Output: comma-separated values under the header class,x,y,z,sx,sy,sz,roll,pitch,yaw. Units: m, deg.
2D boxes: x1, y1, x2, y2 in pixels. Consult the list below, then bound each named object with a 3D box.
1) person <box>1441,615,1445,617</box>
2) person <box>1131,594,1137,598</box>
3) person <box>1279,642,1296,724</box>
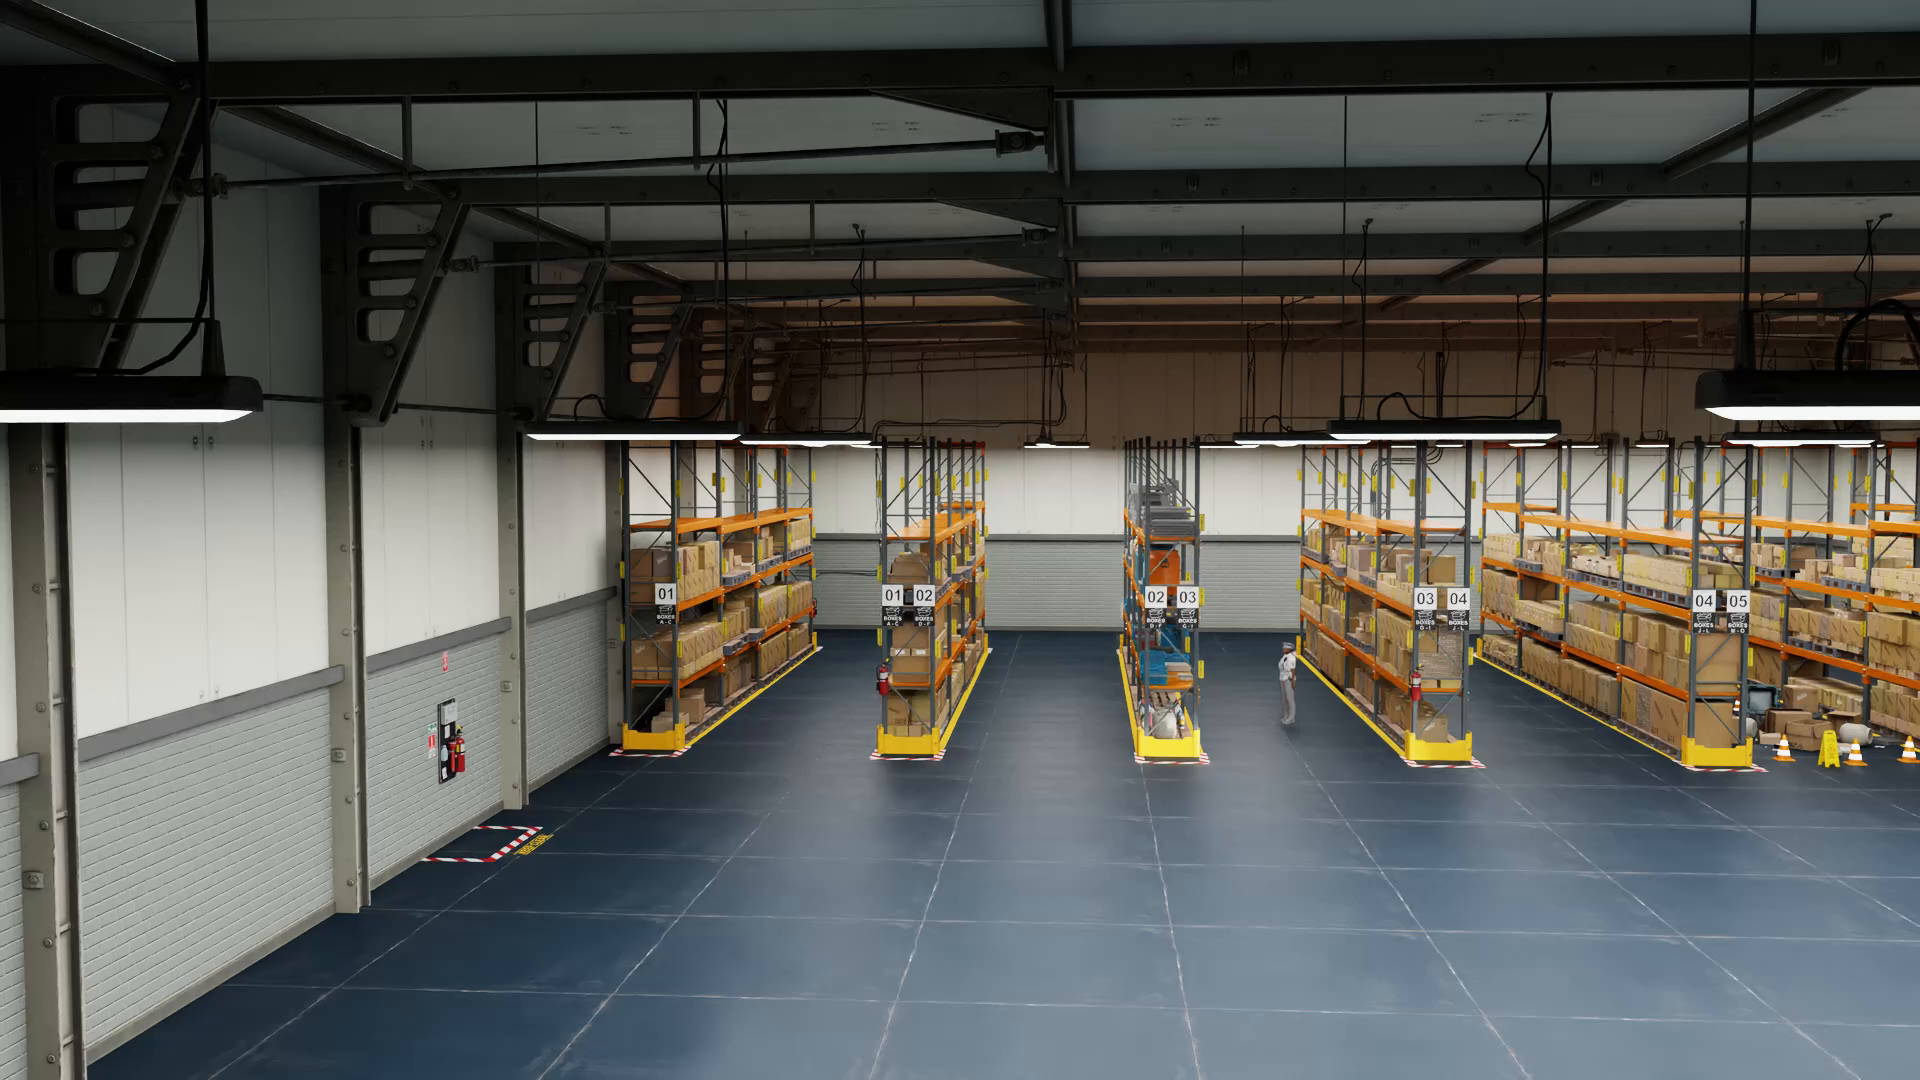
class,x,y,z,sx,sy,sz,roll,pitch,yaw
person,12.324,2.544,43.090,0.495,1.759,0.611,1,3,25
person,5.260,2.233,49.508,0.494,1.710,0.404,0,3,9
person,6.910,3.003,35.139,0.388,1.696,0.541,-1,3,-14
